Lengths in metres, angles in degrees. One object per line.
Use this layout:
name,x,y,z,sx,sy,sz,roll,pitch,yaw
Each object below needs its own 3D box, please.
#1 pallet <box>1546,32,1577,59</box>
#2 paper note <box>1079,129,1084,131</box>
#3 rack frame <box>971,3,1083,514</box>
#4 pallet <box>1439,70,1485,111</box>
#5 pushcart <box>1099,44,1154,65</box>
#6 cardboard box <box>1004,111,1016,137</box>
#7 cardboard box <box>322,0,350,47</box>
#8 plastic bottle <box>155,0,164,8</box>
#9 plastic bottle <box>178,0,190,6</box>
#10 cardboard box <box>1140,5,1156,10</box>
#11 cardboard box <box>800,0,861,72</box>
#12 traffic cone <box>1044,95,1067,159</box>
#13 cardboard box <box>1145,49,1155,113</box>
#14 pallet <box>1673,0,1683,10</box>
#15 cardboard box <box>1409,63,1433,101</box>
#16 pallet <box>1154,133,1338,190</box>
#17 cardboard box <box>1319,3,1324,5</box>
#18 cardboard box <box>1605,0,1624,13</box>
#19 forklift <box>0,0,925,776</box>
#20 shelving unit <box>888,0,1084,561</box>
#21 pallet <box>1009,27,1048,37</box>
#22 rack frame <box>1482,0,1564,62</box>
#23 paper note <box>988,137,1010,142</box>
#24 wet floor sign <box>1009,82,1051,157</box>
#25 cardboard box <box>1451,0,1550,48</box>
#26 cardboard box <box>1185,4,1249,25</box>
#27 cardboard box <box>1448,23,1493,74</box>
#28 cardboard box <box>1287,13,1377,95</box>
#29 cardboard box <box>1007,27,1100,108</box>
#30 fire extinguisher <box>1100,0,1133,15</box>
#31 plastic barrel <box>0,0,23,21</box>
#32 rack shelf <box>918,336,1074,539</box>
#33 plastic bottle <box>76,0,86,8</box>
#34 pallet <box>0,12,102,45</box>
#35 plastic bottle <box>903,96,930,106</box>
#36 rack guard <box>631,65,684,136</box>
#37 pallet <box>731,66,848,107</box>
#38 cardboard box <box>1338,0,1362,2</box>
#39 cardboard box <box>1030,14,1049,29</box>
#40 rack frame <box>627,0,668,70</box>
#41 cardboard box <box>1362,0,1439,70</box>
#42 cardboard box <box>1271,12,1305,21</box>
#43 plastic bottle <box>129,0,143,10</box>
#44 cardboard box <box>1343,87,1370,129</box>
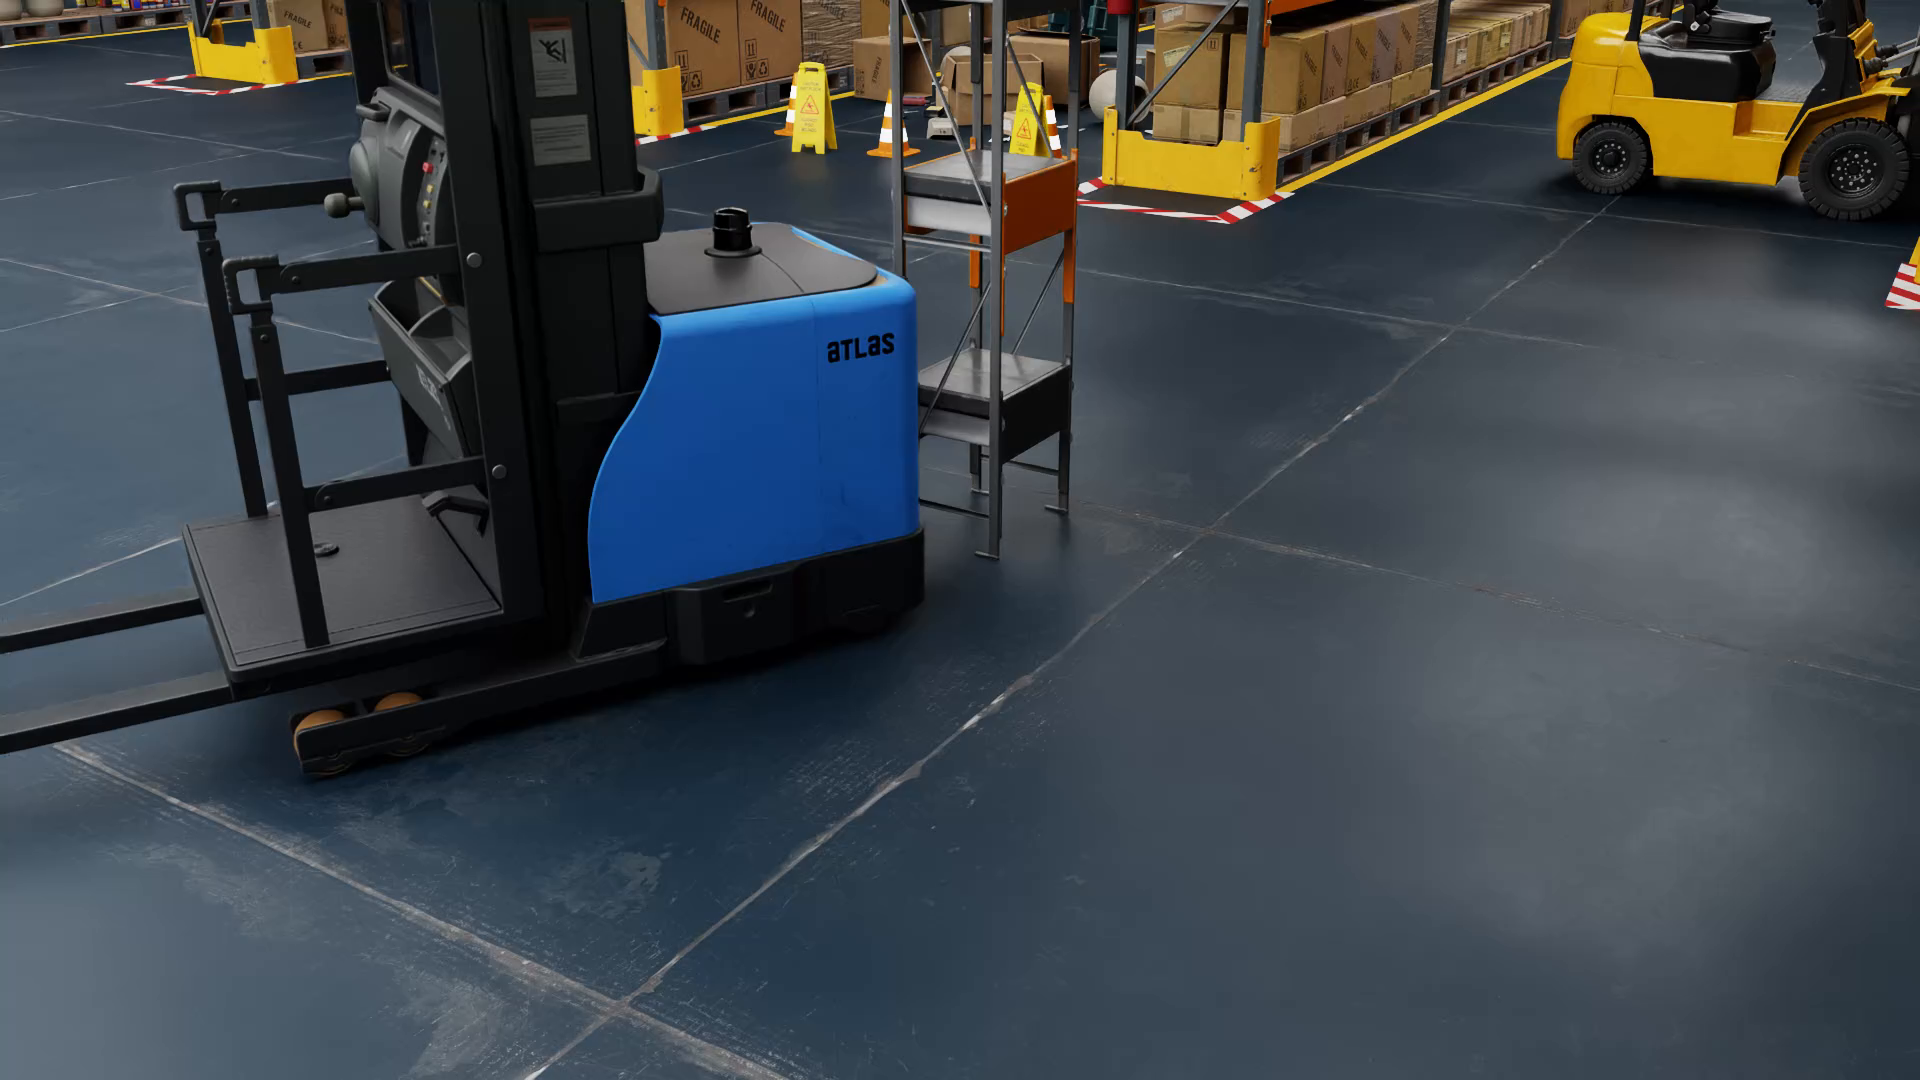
pallet,6.198,-5.405,17.971,1.003,0.211,1.213,14,27,29
paper note,0.967,-3.289,13.334,0.032,0.001,0.123,14,27,29
rack frame,0.216,-1.102,5.652,0.400,2.100,0.015,14,27,29
pallet,4.017,-4.068,14.882,1.003,0.211,1.213,14,27,29
pushcart,1.644,-4.342,15.306,1.648,0.377,0.936,5,24,11
cardboard box,0.473,-3.292,13.167,0.250,0.149,0.380,-12,26,-26
cardboard box,-6.292,-5.273,16.773,0.500,0.500,0.500,-20,31,-39
plastic bottle,-9.622,-6.497,19.950,0.097,0.201,0.097,0,23,0
plastic bottle,-9.475,-6.646,20.201,0.152,0.276,0.135,14,27,30
cardboard box,2.049,-6.669,19.997,0.500,0.500,0.500,13,26,27
cardboard box,-1.514,-4.803,15.215,0.875,0.875,0.875,14,27,29
traffic cone,0.629,-2.986,12.065,0.336,0.463,0.334,14,27,29
cardboard box,1.887,-3.862,14.039,0.500,0.500,0.500,-7,24,-17
pallet,8.938,-7.159,22.021,1.003,0.211,1.213,14,27,29
cardboard box,3.524,-3.760,13.592,0.500,0.250,0.500,15,28,31
pallet,1.996,-2.747,11.831,1.003,0.211,1.213,14,27,29
cardboard box,2.681,-4.311,13.106,0.380,0.149,0.250,15,28,31
cardboard box,7.099,-6.470,19.066,0.875,0.875,0.875,15,27,30
forklift,-1.648,-0.972,4.305,3.031,2.935,1.130,-13,26,-27
shelving unit,0.087,-1.019,5.462,0.431,2.100,0.503,14,27,29
pallet,0.335,-5.498,18.184,1.003,0.211,1.213,14,27,29
rack frame,5.718,-6.435,16.838,1.000,3.000,0.127,14,27,29
paper note,0.305,-3.108,12.892,0.148,0.019,0.142,5,24,11
wet floor sign,0.489,-2.814,11.439,0.232,0.644,0.267,-17,29,-35
cardboard box,5.411,-5.233,16.841,0.950,0.372,0.625,12,26,25
cardboard box,1.835,-3.770,11.856,0.380,0.149,0.250,15,27,30
cardboard box,4.259,-4.492,15.131,0.950,0.372,0.625,16,28,32
cardboard box,2.714,-3.577,12.226,0.500,0.500,0.500,14,27,30
cardboard box,0.760,-4.092,14.398,0.797,0.637,0.503,14,27,29
fire extinguisher,1.046,-3.757,10.751,0.296,0.674,0.183,14,27,29
plastic barrel,-10.847,-6.139,18.757,0.421,0.512,0.421,0,23,0
rack shelf,0.087,-0.365,5.745,0.431,0.518,0.480,14,27,29
plastic bottle,-10.533,-6.479,19.909,0.097,0.201,0.097,0,23,0
pallet,-10.696,-5.878,19.063,1.003,0.211,1.213,14,27,29
plastic bottle,-0.392,-3.834,14.528,0.283,0.061,0.133,5,24,11
rack guard,-2.774,-3.583,13.397,1.175,0.500,0.348,14,27,29
pallet,-1.761,-4.155,15.081,1.003,0.211,1.213,14,27,29
cardboard box,3.067,-4.217,13.704,0.500,0.500,0.500,15,28,31
cardboard box,0.603,-6.116,18.405,1.050,0.750,0.750,14,27,30
rack frame,-2.761,-4.738,12.919,1.000,3.000,0.127,14,27,29
cardboard box,3.524,-4.104,13.443,0.500,0.500,0.500,13,27,28
cardboard box,2.243,-3.680,12.465,0.500,0.500,0.500,13,27,28
plastic bottle,-9.773,-6.424,19.679,0.061,0.283,0.133,14,27,30
cardboard box,2.711,-3.237,12.385,0.500,0.250,0.500,16,28,32
